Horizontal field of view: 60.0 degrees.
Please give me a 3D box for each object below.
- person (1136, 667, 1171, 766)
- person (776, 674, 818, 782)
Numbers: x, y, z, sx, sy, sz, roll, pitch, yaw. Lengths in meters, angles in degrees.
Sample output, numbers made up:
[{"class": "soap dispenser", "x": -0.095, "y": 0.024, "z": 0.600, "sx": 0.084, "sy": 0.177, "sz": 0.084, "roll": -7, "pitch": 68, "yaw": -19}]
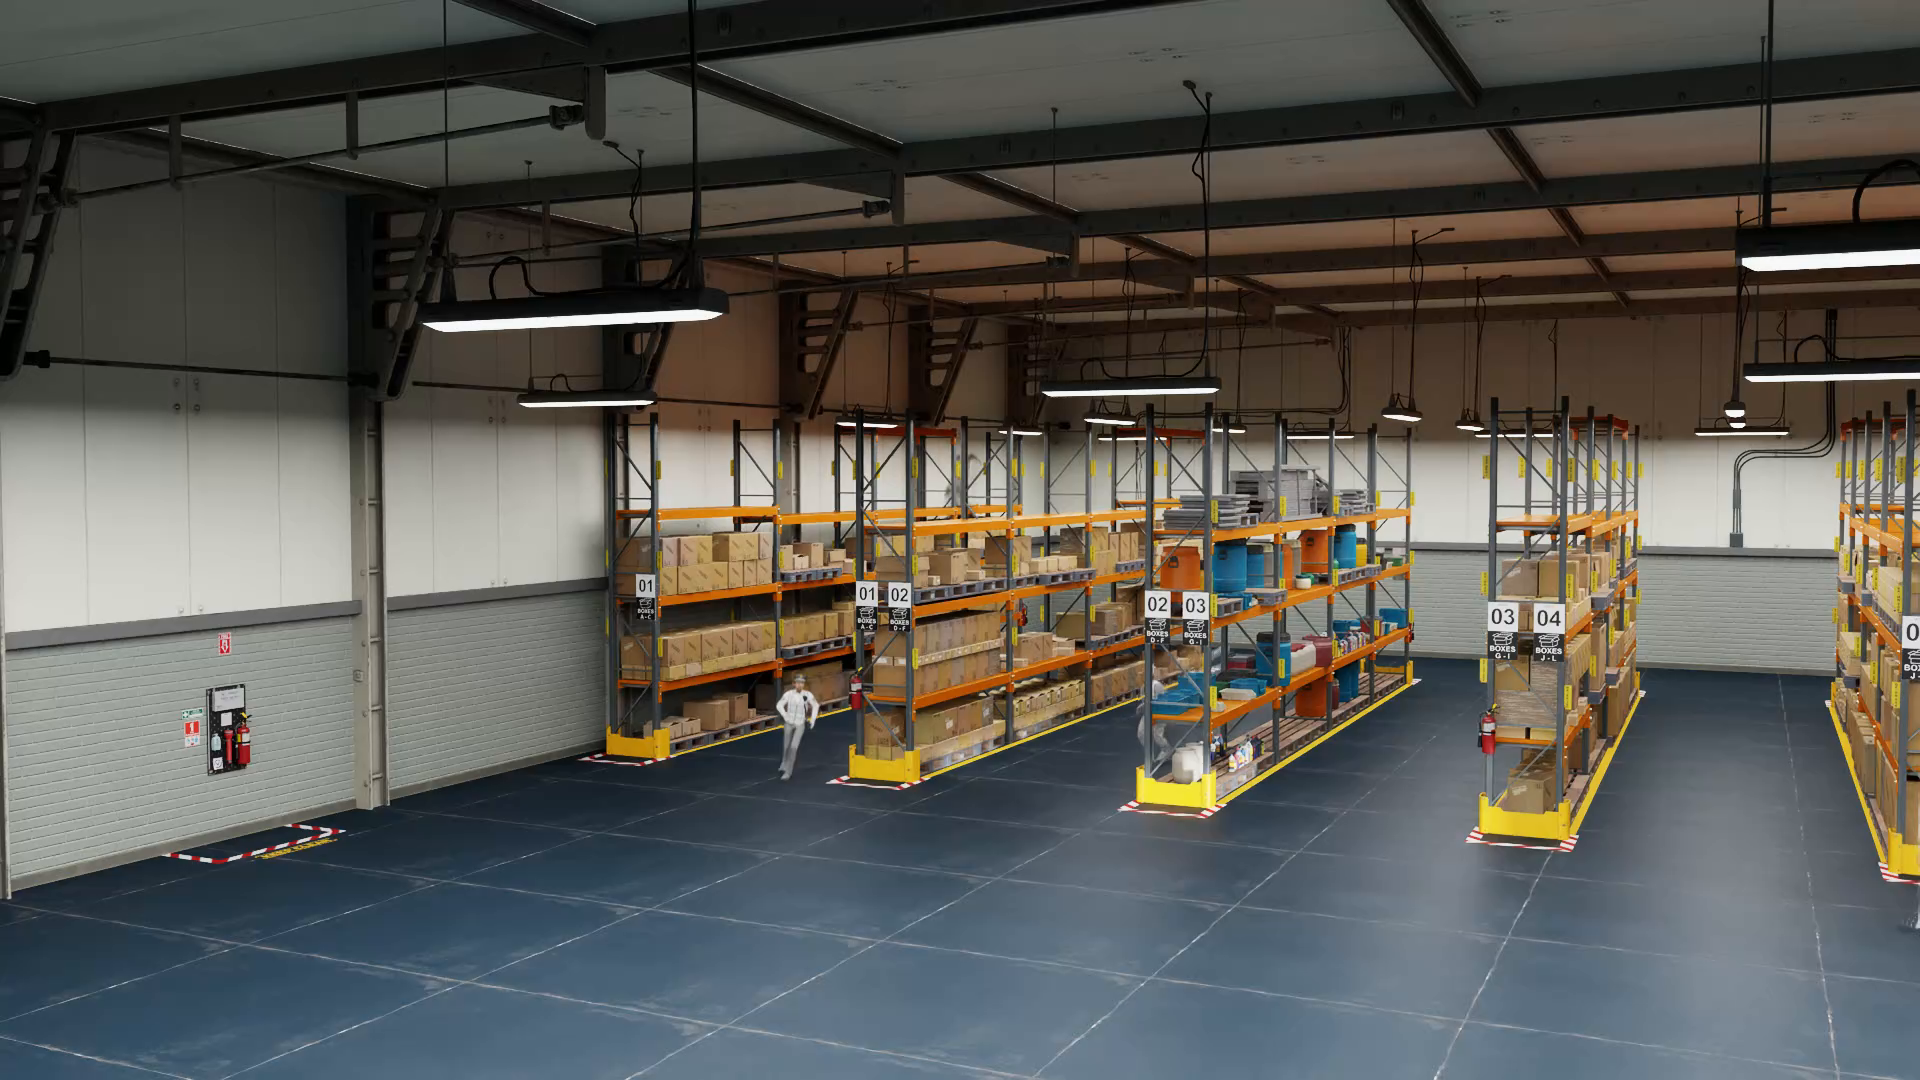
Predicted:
[{"class": "person", "x": 3.351, "y": 2.982, "z": 28.173, "sx": 0.869, "sy": 1.742, "sz": 0.702, "roll": -2, "pitch": 3, "yaw": -40}, {"class": "person", "x": -2.674, "y": 3.020, "z": 27.080, "sx": 0.679, "sy": 1.684, "sz": 0.892, "roll": 0, "pitch": 2, "yaw": 4}]
